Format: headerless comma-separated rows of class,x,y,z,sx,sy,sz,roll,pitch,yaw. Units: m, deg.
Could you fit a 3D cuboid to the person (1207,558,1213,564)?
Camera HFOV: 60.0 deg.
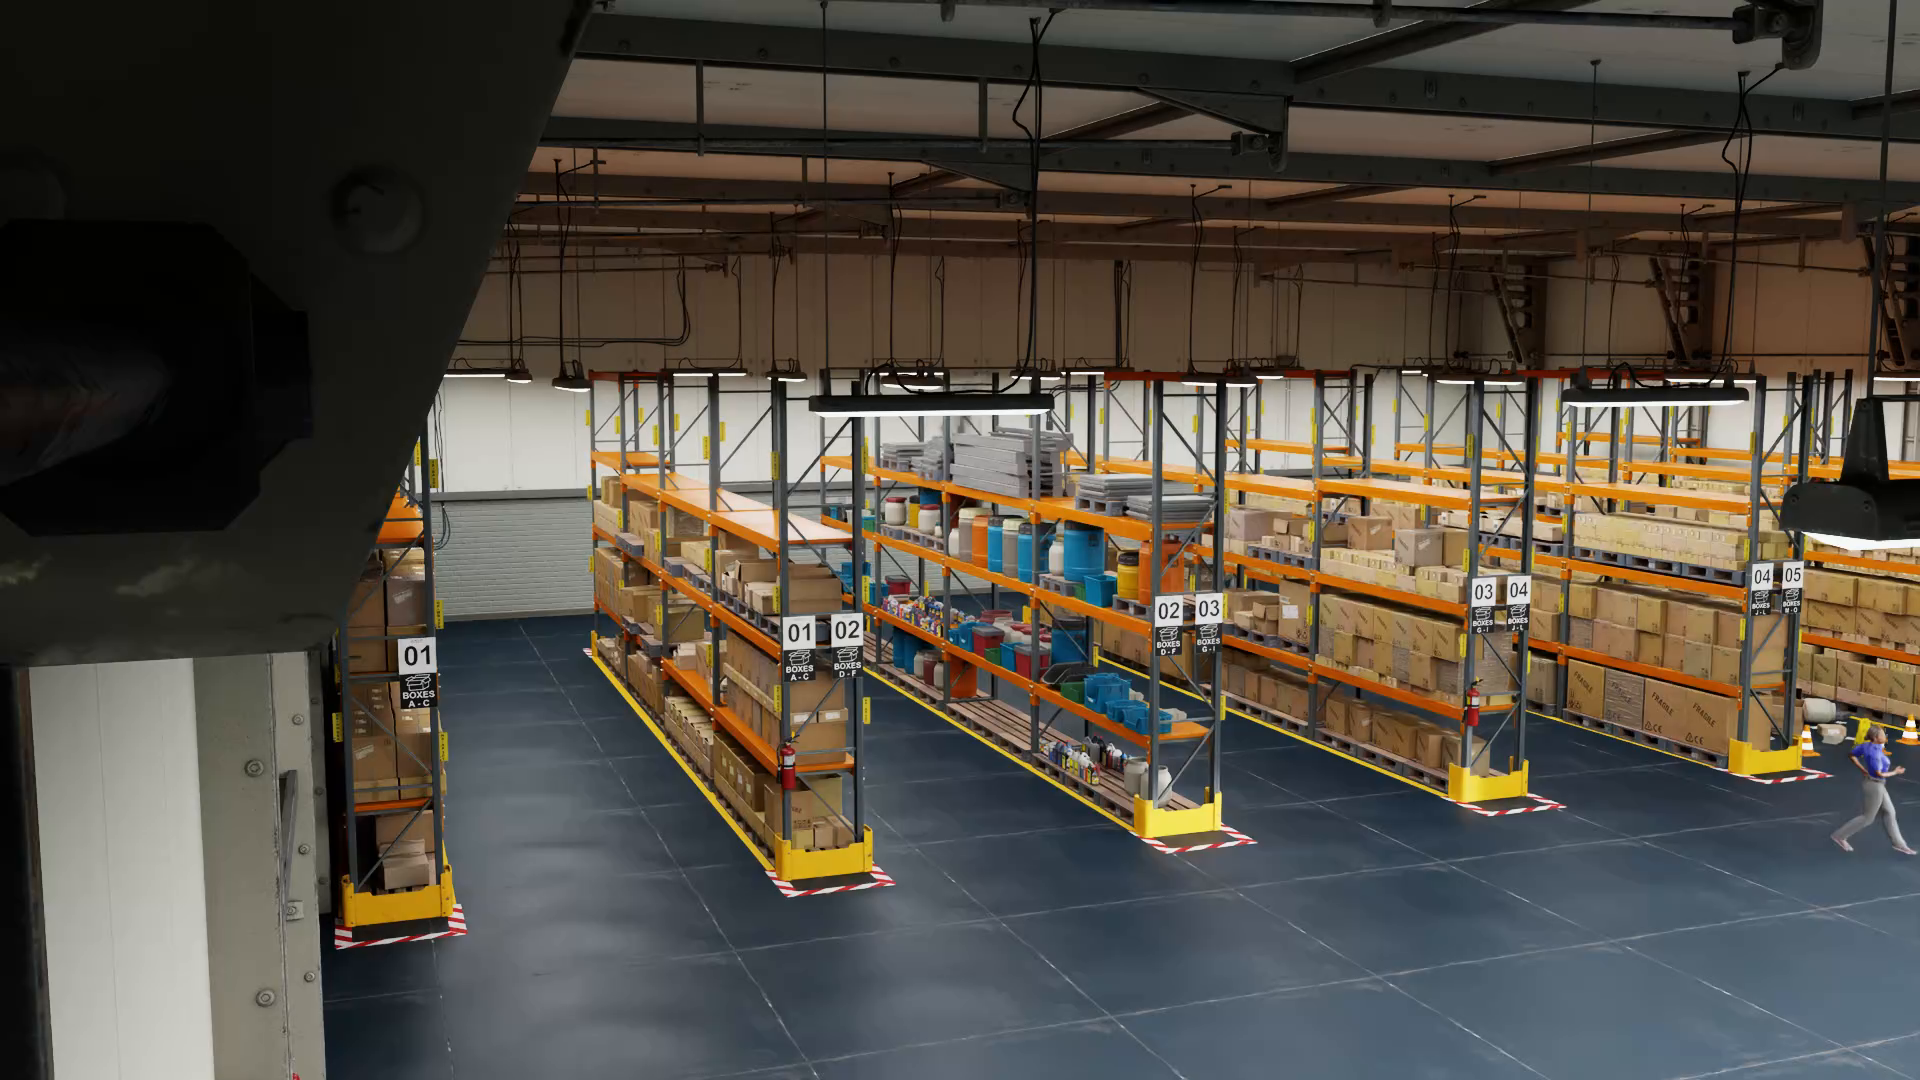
person,6.424,0.832,41.508,0.776,1.769,0.788,0,6,-1

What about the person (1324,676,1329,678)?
person,7.281,1.837,32.535,0.694,1.746,0.589,-3,7,-26

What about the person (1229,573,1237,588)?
person,6.908,0.854,41.744,0.566,1.636,0.645,-2,7,-16

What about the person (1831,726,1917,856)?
person,11.582,3.166,21.009,0.995,1.612,0.585,3,7,22
